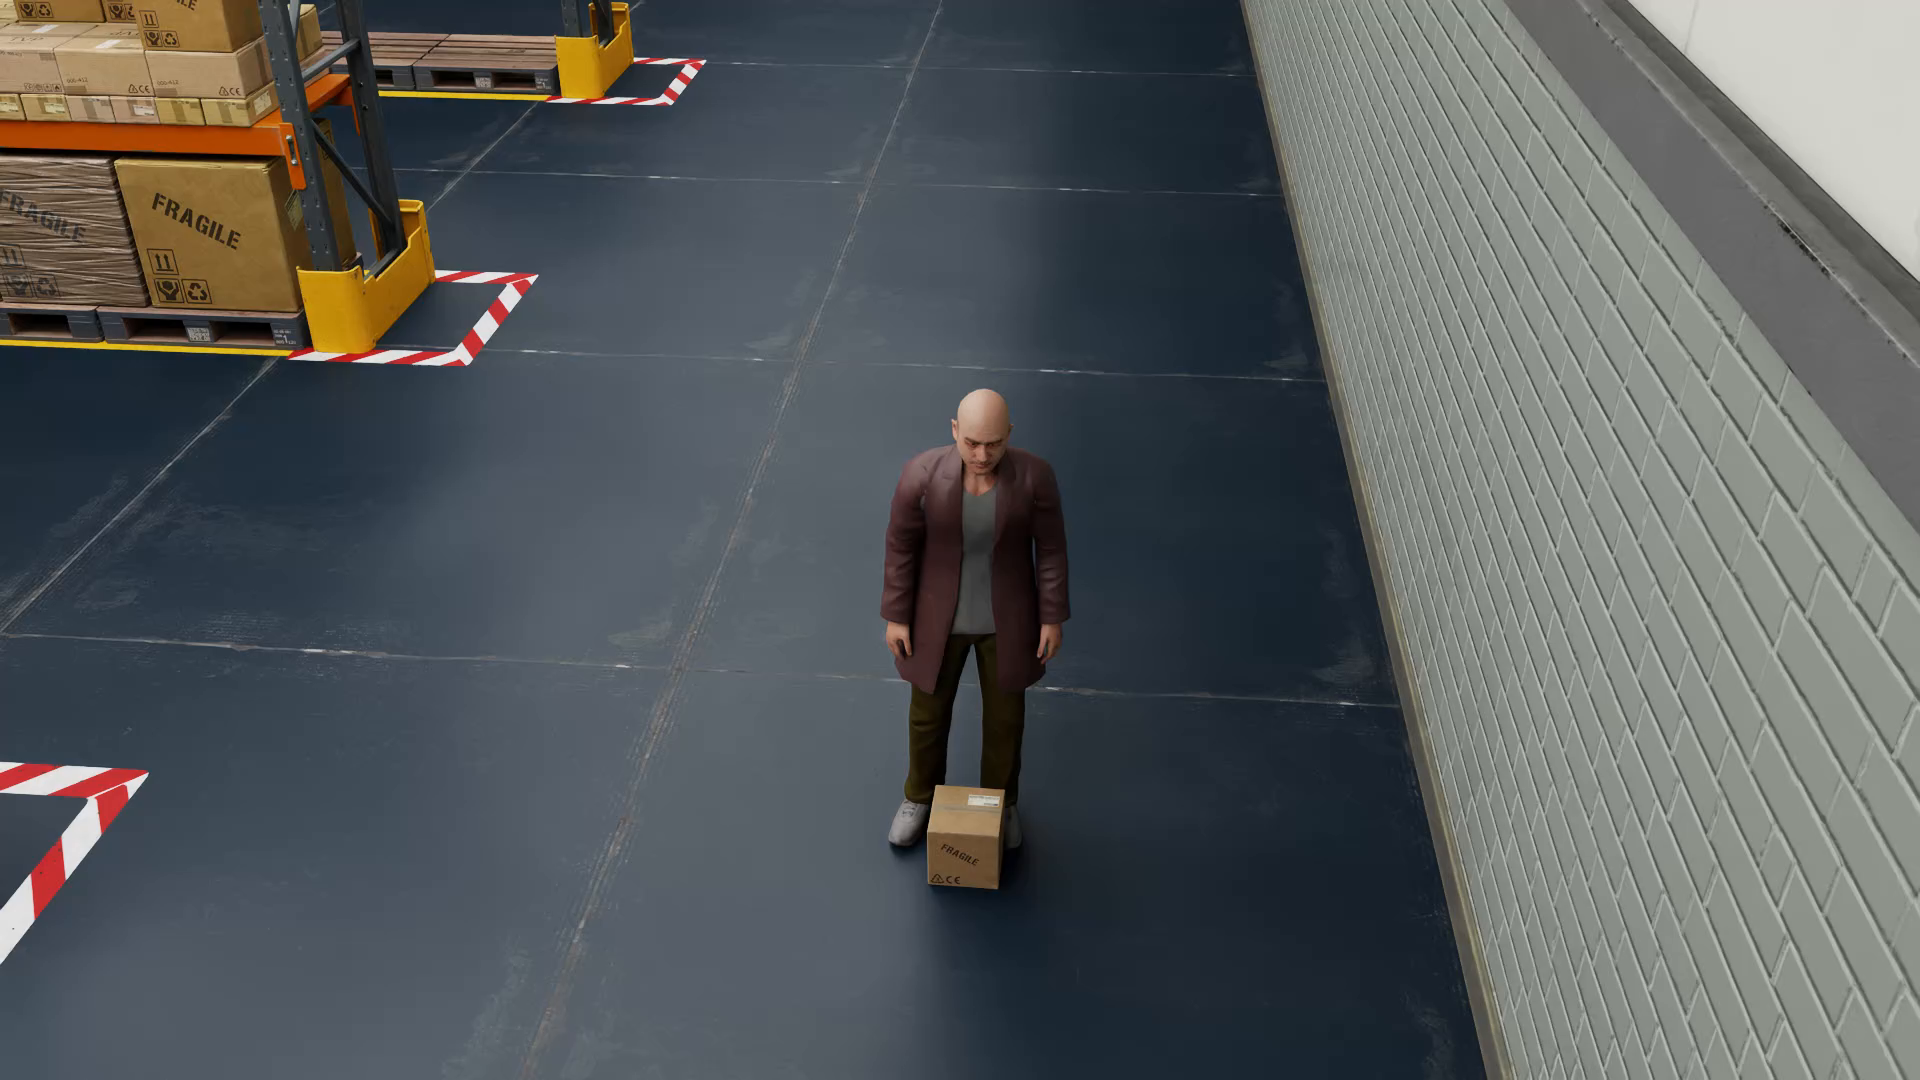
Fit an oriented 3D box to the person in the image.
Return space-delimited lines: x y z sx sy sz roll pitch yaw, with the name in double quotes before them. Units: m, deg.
"person" 0.051 0.273 5.704 0.655 1.775 0.419 1 32 2
